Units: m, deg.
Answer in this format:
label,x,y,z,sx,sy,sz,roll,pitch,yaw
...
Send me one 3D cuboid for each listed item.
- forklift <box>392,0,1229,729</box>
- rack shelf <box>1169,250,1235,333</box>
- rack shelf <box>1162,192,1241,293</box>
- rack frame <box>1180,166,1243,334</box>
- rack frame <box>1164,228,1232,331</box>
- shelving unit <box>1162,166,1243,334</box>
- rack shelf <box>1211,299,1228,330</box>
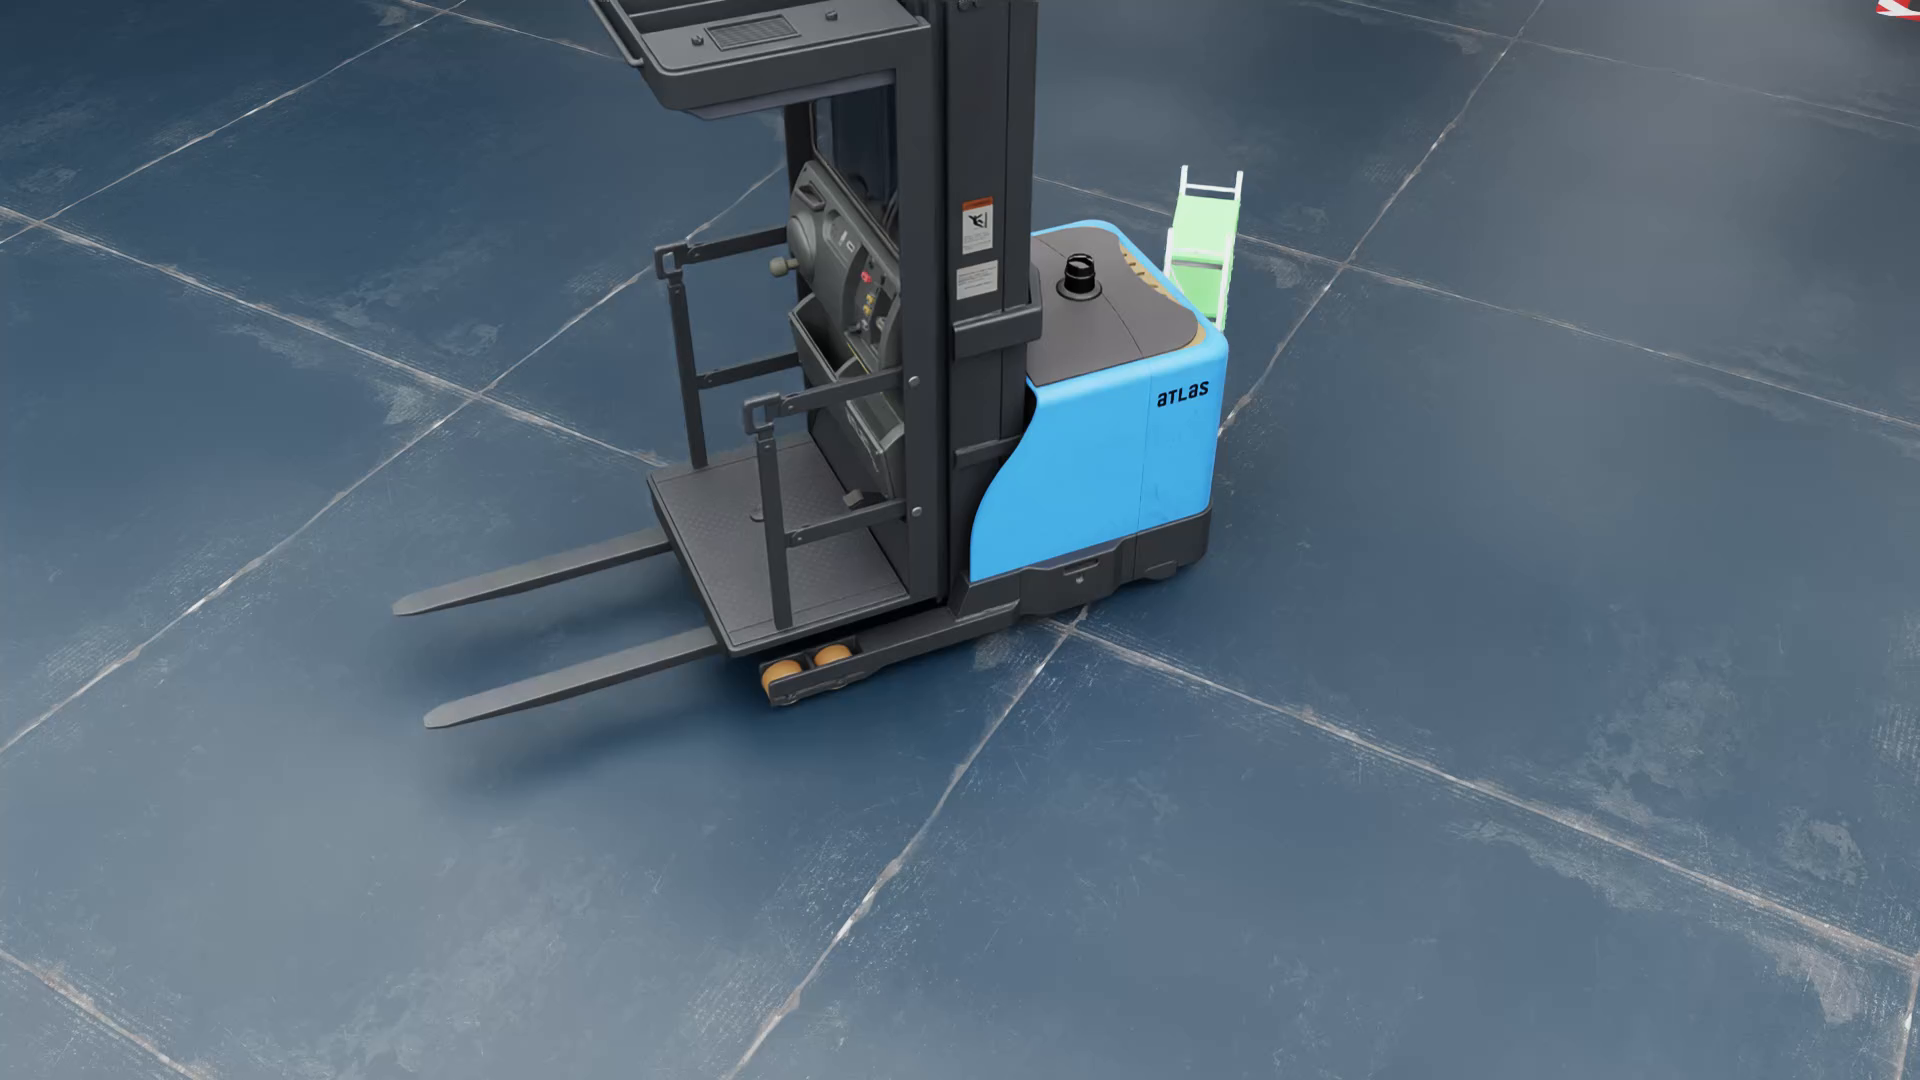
label,x,y,z,sx,sy,sz,roll,pitch,yaw
forklift,-0.581,-0.897,5.551,3.031,2.935,1.130,-16,44,-18
rack shelf,0.953,-0.996,6.707,0.258,0.148,0.480,8,42,9
rack shelf,0.953,-1.176,6.548,0.258,0.148,0.480,8,42,9
rack frame,1.004,-1.022,7.003,0.240,1.200,0.015,8,42,9
rack frame,0.903,-0.706,6.644,0.240,1.200,0.015,8,42,9
shelving unit,0.953,-0.864,6.823,0.258,1.200,0.503,8,42,9
rack shelf,0.953,-0.816,6.866,0.258,0.148,0.480,8,42,9
